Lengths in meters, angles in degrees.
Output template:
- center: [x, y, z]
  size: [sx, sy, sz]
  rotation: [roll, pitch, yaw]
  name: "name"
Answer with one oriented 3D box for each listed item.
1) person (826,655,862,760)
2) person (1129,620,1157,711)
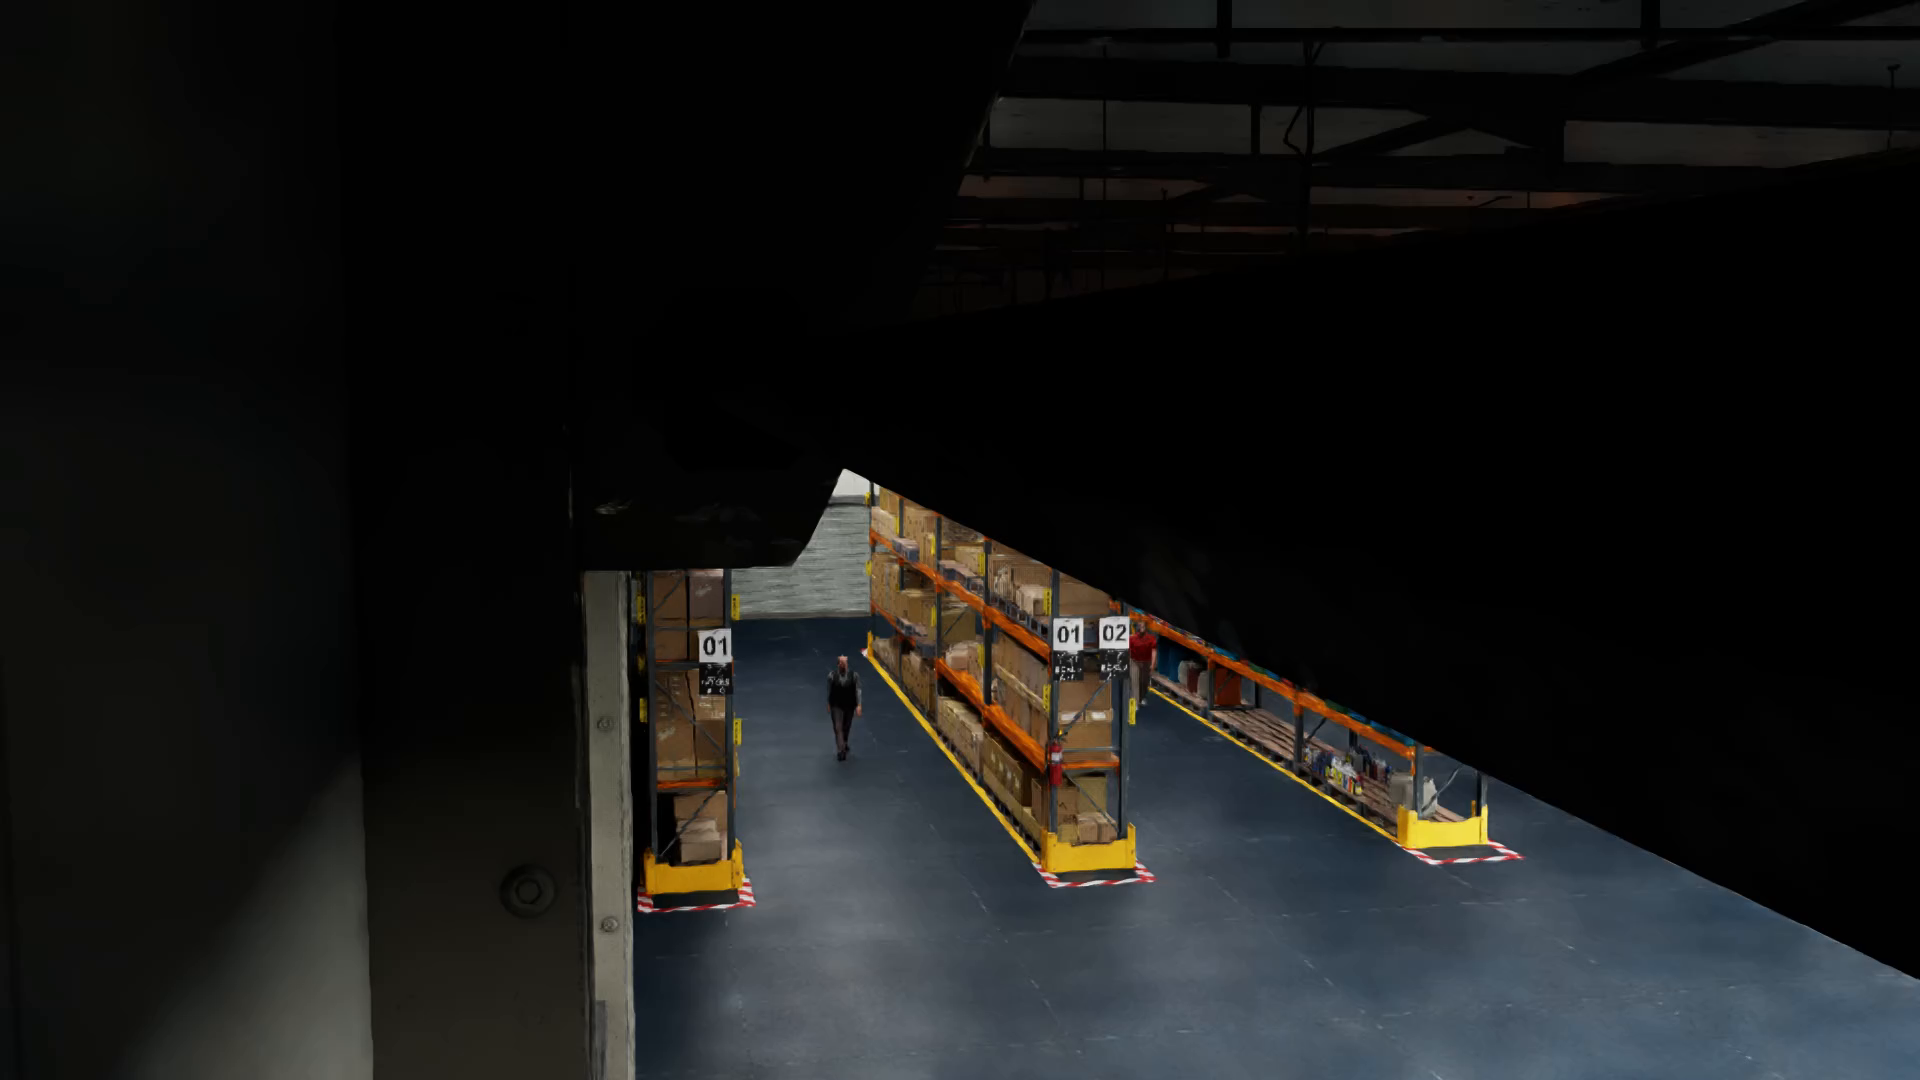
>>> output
- center: [-1.870, 2.690, 26.963]
  size: [0.553, 1.669, 1.030]
  rotation: [-1, 6, -12]
  name: "person"
- center: [3.352, 2.294, 30.629]
  size: [0.533, 1.658, 1.040]
  rotation: [0, 6, -2]
  name: "person"
